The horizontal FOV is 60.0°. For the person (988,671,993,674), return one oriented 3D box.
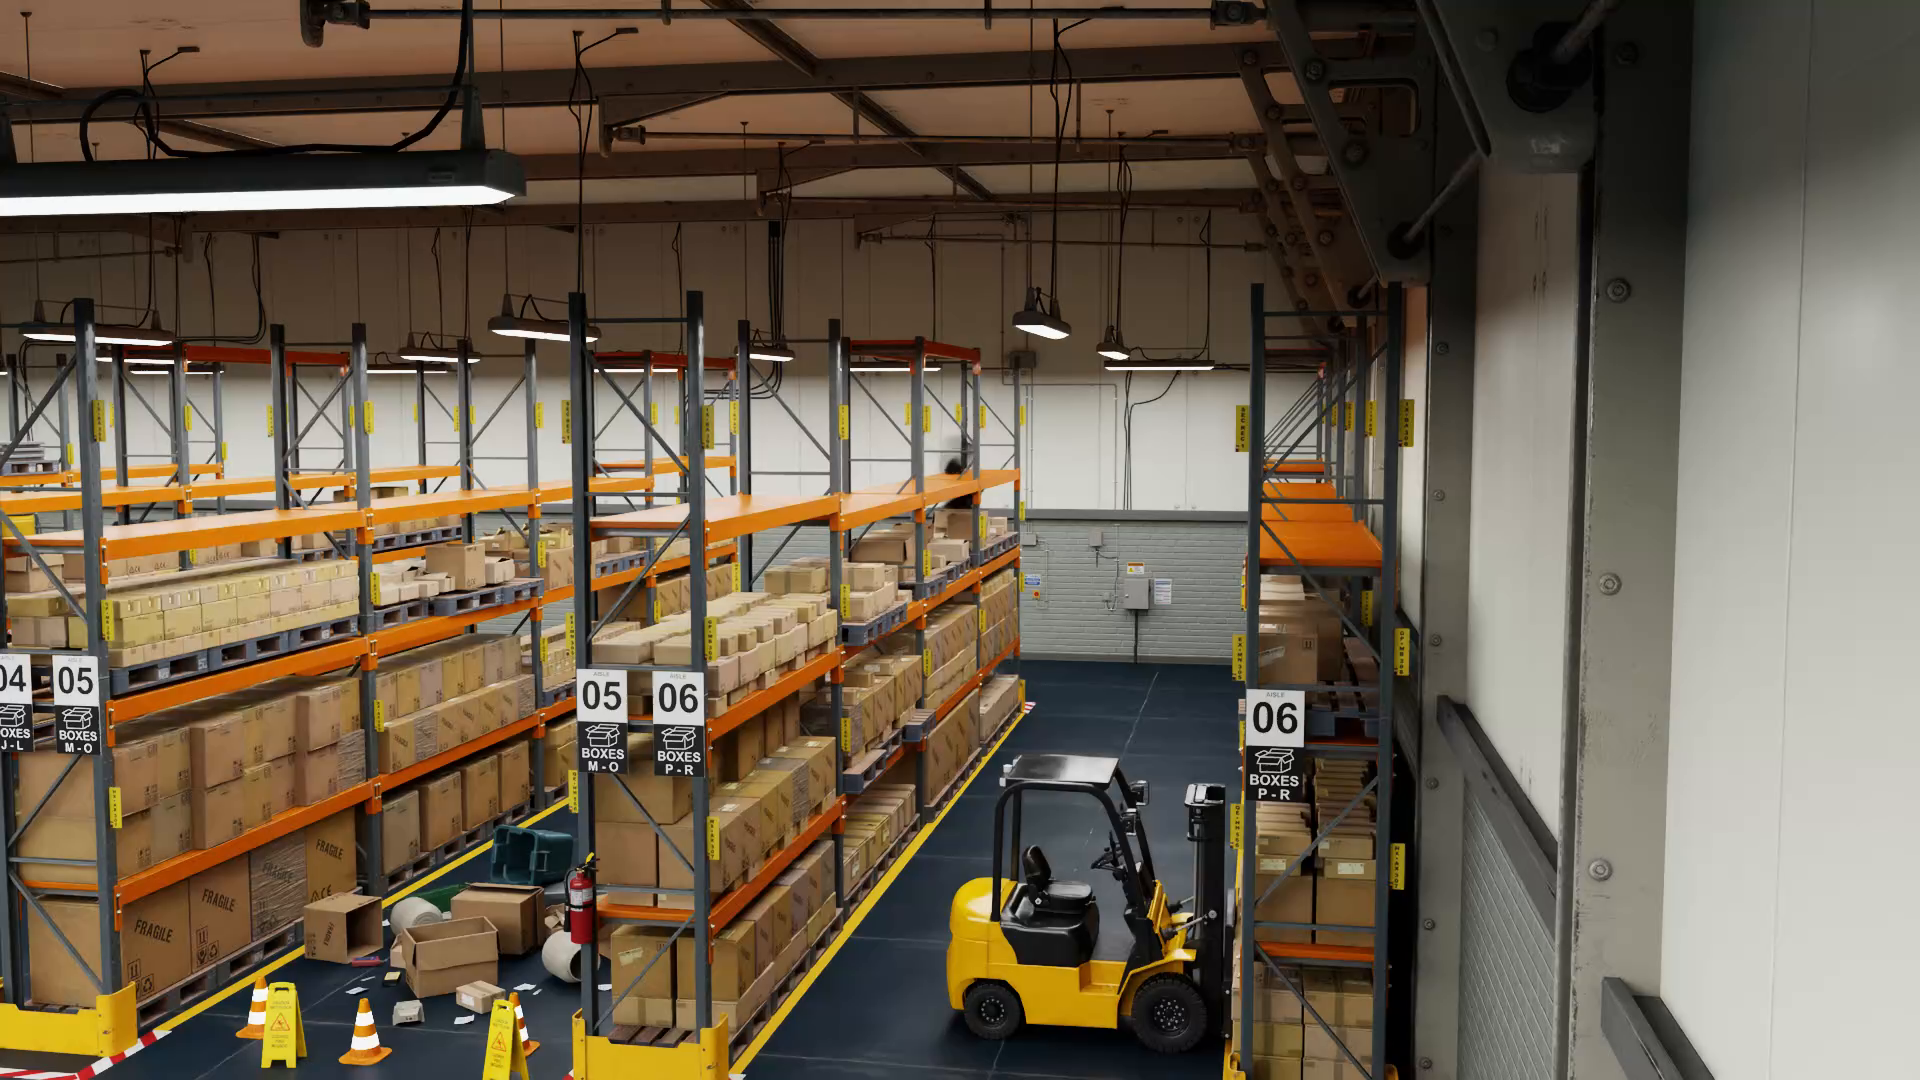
[{"bbox_3d":[0.324,1.743,29.607,0.600,1.790,0.709,1,5,10],"label":"person"}]
